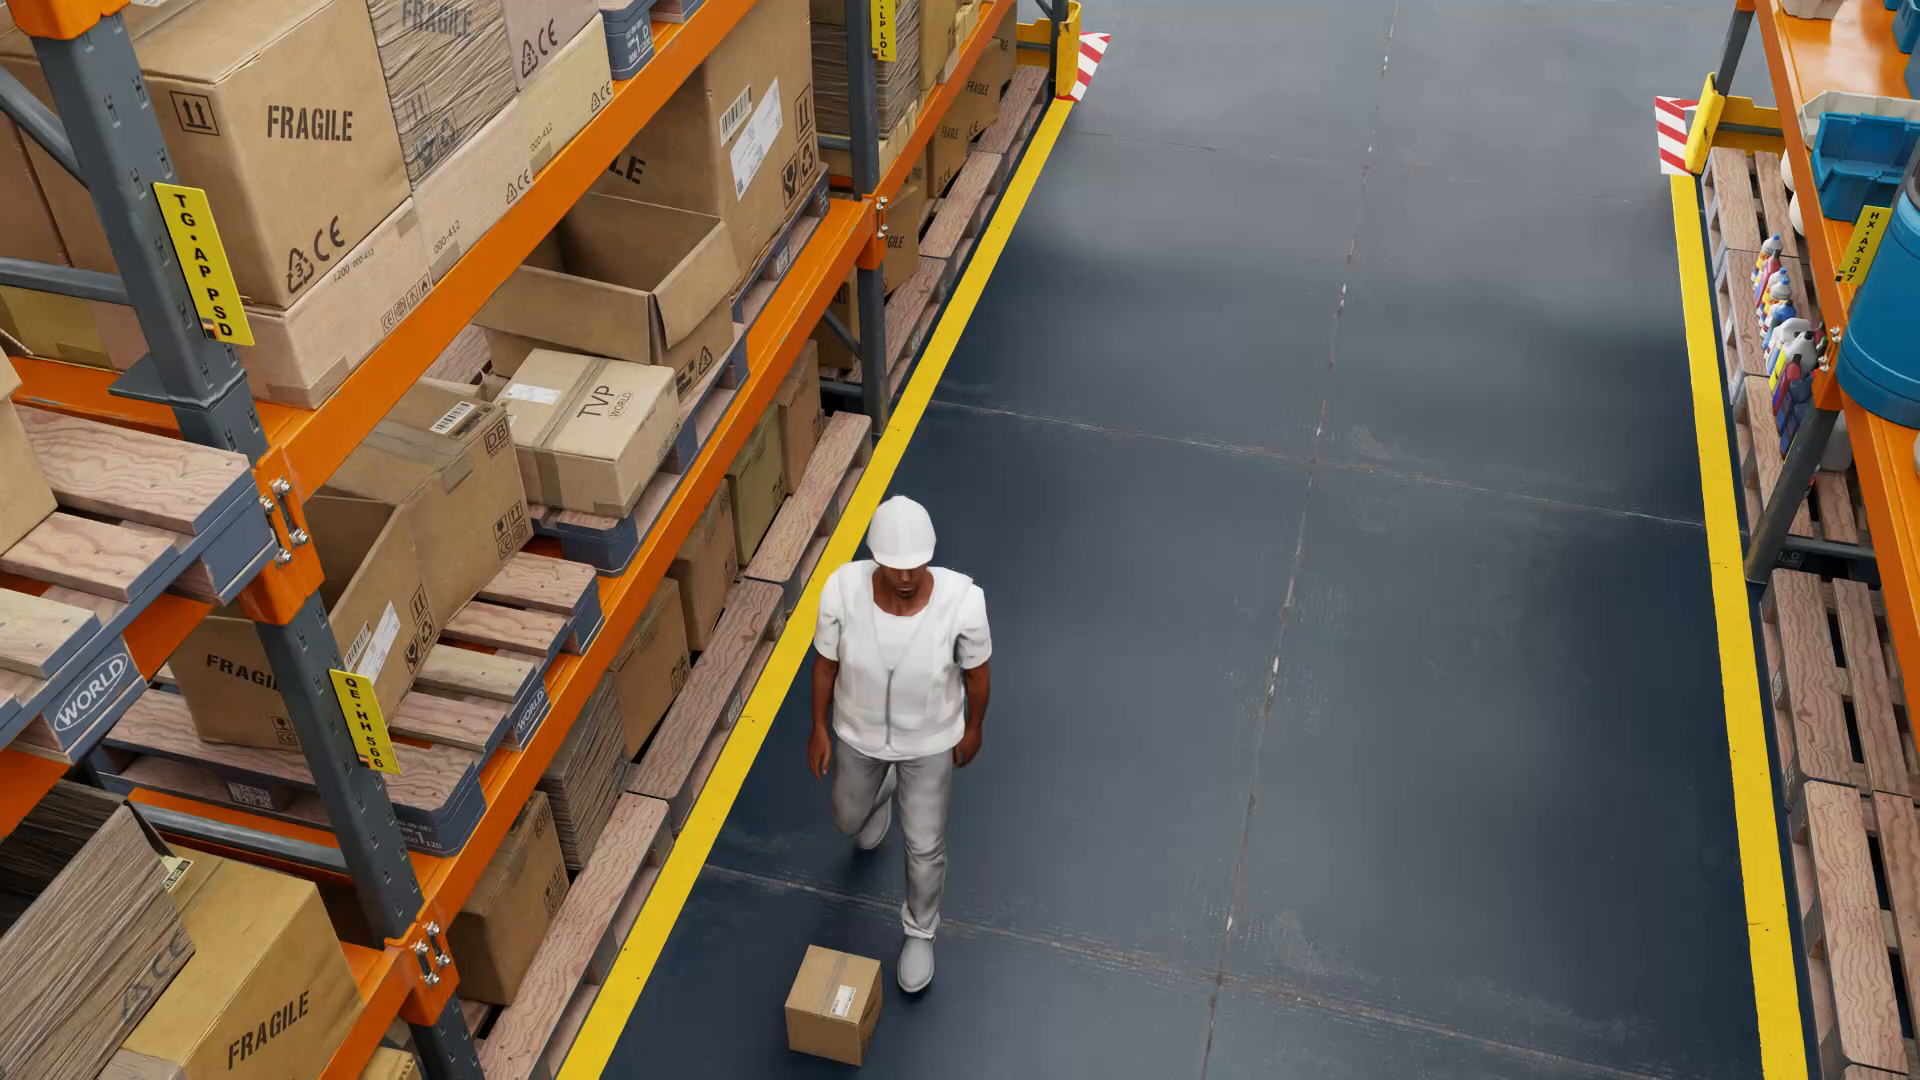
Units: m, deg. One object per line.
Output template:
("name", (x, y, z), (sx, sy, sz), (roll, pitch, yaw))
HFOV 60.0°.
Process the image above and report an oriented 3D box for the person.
("person", (-0.209, 0.629, 5.399), (0.577, 1.748, 0.810), (7, 41, 8))
